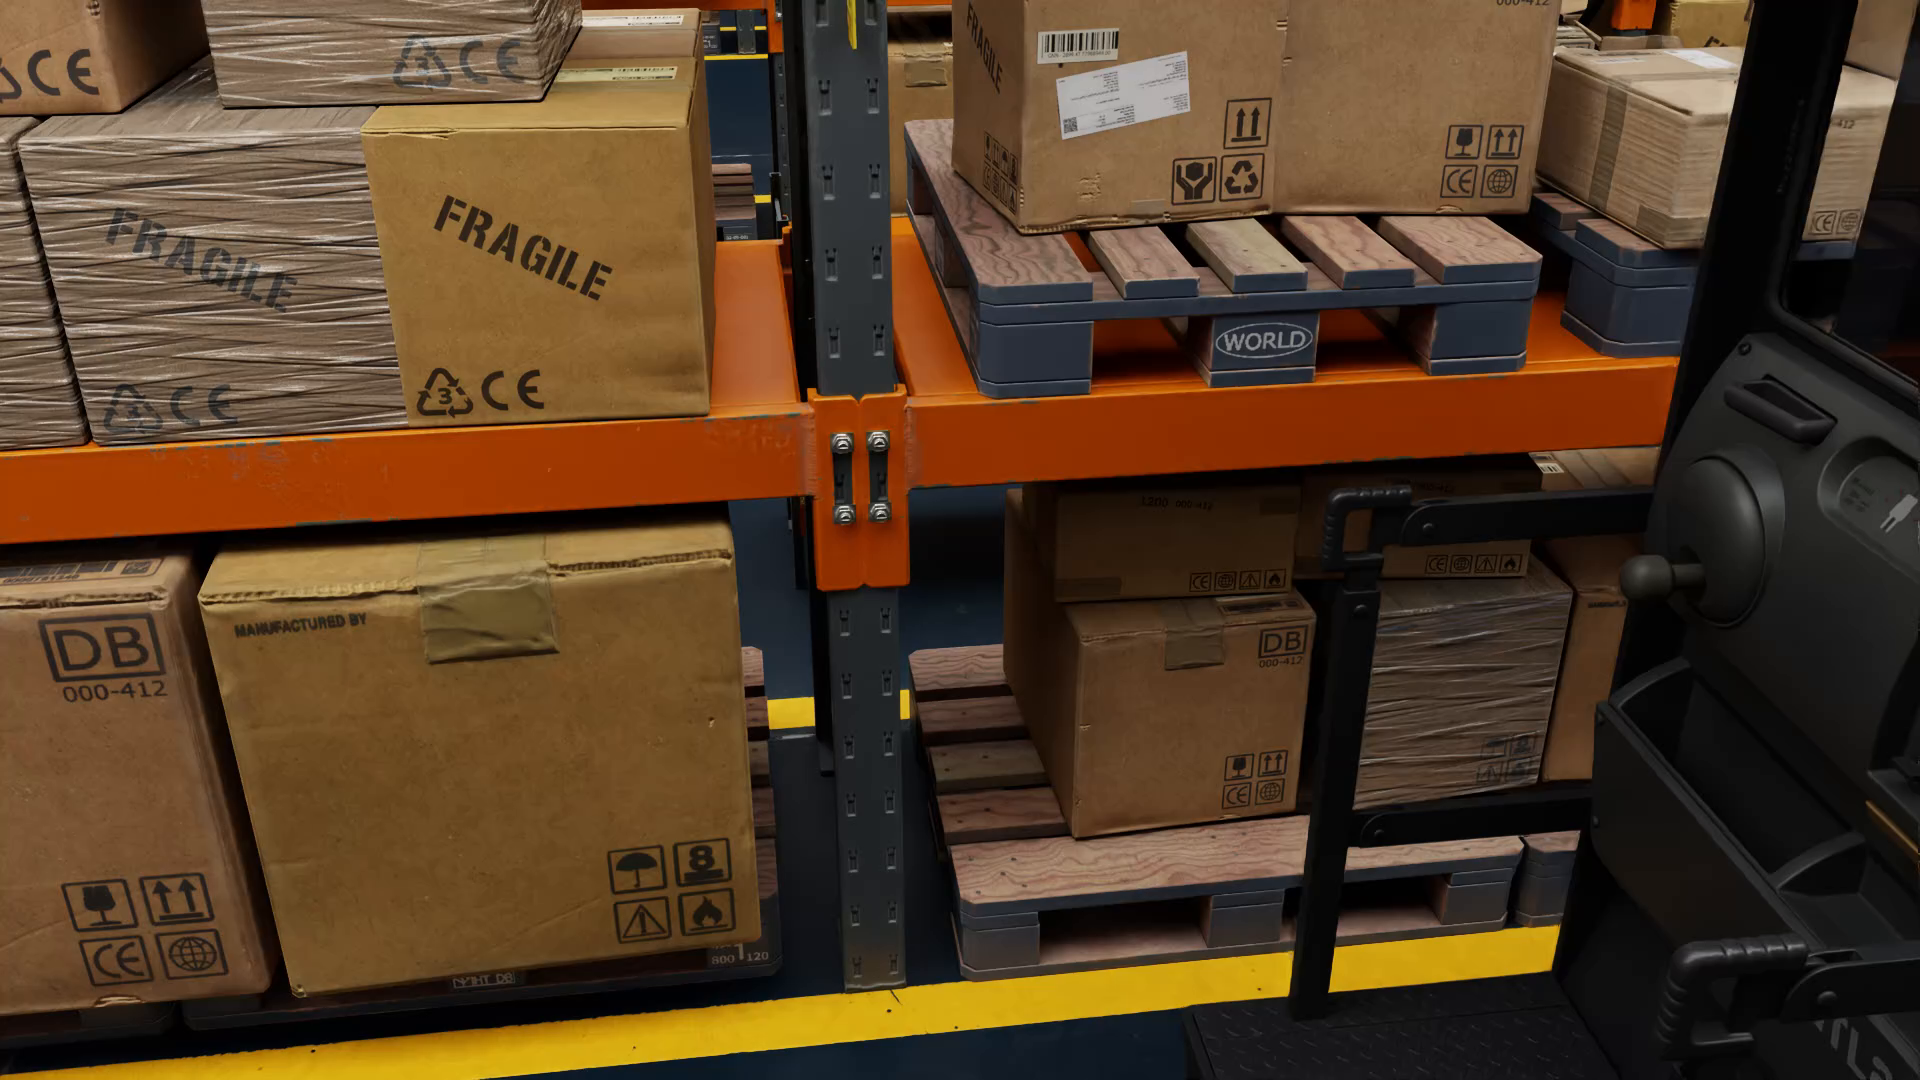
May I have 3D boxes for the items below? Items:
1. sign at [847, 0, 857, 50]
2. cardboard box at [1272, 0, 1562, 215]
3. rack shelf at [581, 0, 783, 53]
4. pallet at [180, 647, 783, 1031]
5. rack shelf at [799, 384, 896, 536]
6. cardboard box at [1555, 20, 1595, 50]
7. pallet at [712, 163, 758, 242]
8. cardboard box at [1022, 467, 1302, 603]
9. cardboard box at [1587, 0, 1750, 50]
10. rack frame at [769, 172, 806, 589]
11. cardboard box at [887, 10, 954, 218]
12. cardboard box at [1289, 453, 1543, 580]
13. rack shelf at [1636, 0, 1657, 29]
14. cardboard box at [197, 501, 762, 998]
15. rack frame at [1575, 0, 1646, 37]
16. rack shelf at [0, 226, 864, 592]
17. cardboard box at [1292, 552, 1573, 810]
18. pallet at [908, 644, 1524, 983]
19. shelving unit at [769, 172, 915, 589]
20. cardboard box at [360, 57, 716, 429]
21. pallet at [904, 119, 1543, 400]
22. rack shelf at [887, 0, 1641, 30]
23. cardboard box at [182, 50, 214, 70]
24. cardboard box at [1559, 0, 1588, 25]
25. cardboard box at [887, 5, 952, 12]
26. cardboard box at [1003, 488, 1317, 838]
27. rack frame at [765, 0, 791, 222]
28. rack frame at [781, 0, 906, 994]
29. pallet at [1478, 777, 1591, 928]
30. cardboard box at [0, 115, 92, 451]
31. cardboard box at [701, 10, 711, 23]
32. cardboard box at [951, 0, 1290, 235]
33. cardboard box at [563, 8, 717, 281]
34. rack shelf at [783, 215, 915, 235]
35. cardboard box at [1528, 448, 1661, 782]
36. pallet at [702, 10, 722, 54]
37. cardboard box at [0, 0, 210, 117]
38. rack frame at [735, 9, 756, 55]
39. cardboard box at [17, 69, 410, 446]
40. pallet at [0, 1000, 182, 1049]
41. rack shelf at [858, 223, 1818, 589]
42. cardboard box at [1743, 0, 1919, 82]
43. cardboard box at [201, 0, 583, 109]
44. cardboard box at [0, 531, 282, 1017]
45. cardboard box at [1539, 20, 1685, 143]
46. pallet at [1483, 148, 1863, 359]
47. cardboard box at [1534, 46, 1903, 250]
[{"bbox_3d":[-0.163,-0.893,2.437,0.005,0.325,0.100,-4,27,-7],"label":"sign"},{"bbox_3d":[0.825,-0.993,3.330,0.500,0.500,0.700,0,27,1],"label":"cardboard box"},{"bbox_3d":[-2.815,-2.430,7.488,4.000,0.370,1.077,-4,27,-7],"label":"rack shelf"},{"bbox_3d":[-1.034,0.628,3.795,1.213,0.211,1.003,-4,27,-7],"label":"pallet"},{"bbox_3d":[-0.007,-0.282,5.104,1.000,0.278,0.538,-4,27,-7],"label":"rack shelf"},{"bbox_3d":[2.525,-2.238,8.329,0.750,0.750,1.050,-4,27,-7],"label":"cardboard box"},{"bbox_3d":[-1.608,-1.588,8.113,1.213,0.211,1.003,-4,27,-7],"label":"pallet"},{"bbox_3d":[0.416,-0.102,3.598,0.500,0.250,0.500,-3,27,-5],"label":"cardboard box"},{"bbox_3d":[3.759,-2.382,8.473,0.875,0.875,0.875,-3,27,-6],"label":"cardboard box"},{"bbox_3d":[-0.510,-0.468,4.929,0.032,1.125,0.500,-4,27,-7],"label":"rack frame"},{"bbox_3d":[-0.219,-2.061,7.986,0.750,0.750,1.050,-4,27,-8],"label":"cardboard box"},{"bbox_3d":[0.940,-0.141,3.673,0.500,0.250,0.500,-1,27,-1],"label":"cardboard box"},{"bbox_3d":[5.107,-2.939,8.480,4.000,0.370,1.077,-4,27,-7],"label":"rack shelf"},{"bbox_3d":[-0.929,0.164,3.512,0.875,0.875,1.225,-5,28,-10],"label":"cardboard box"},{"bbox_3d":[3.127,-3.132,8.068,0.127,3.000,1.000,-4,27,-7],"label":"rack frame"},{"bbox_3d":[-2.224,-0.181,3.106,4.000,0.370,1.077,-4,27,-7],"label":"rack shelf"},{"bbox_3d":[0.965,0.195,3.841,0.500,0.500,0.700,-6,28,-11],"label":"cardboard box"},{"bbox_3d":[0.531,0.563,3.922,1.213,0.211,1.003,-4,27,-7],"label":"pallet"},{"bbox_3d":[-0.007,-0.500,4.992,1.048,1.125,0.538,-4,27,-7],"label":"shelving unit"},{"bbox_3d":[-0.697,-0.530,2.887,0.500,0.500,0.500,-3,27,-6],"label":"cardboard box"},{"bbox_3d":[0.448,-0.637,3.416,1.003,0.211,1.213,-4,27,-7],"label":"pallet"},{"bbox_3d":[1.146,-2.685,7.984,4.000,0.370,1.077,-4,27,-7],"label":"rack shelf"},{"bbox_3d":[-1.273,-0.732,3.280,0.500,0.500,0.500,-4,27,-9],"label":"cardboard box"},{"bbox_3d":[3.987,-3.248,10.880,0.503,0.637,0.797,-4,27,-7],"label":"cardboard box"},{"bbox_3d":[-0.333,-4.208,12.585,0.625,0.372,0.950,-4,27,-8],"label":"cardboard box"},{"bbox_3d":[0.417,0.236,3.761,0.500,0.500,0.700,-5,28,-10],"label":"cardboard box"},{"bbox_3d":[-0.834,-2.877,7.572,0.127,3.000,1.000,-4,27,-7],"label":"rack frame"},{"bbox_3d":[-0.243,-0.629,3.190,0.127,3.000,1.000,-4,27,-7],"label":"rack frame"},{"bbox_3d":[1.736,0.487,4.070,1.213,0.211,1.003,-4,27,-7],"label":"pallet"},{"bbox_3d":[-1.706,-0.466,2.764,0.500,0.500,0.500,-5,28,-9],"label":"cardboard box"},{"bbox_3d":[-2.319,-4.344,12.298,0.875,0.875,0.875,-4,27,-8],"label":"cardboard box"},{"bbox_3d":[0.286,-0.913,3.173,0.500,0.500,0.500,-7,28,-13],"label":"cardboard box"},{"bbox_3d":[-0.762,-0.765,3.346,0.500,0.500,0.500,-3,27,-6],"label":"cardboard box"},{"bbox_3d":[-0.007,-0.760,4.859,1.000,0.278,0.538,-4,27,-7],"label":"rack shelf"},{"bbox_3d":[1.525,0.156,3.917,0.500,0.500,0.700,-1,27,-3],"label":"cardboard box"},{"bbox_3d":[-2.415,-3.852,12.526,1.213,0.211,1.003,-4,27,-7],"label":"pallet"},{"bbox_3d":[-1.615,-1.040,2.783,0.637,0.503,0.797,-3,27,-6],"label":"cardboard box"},{"bbox_3d":[-1.624,-5.109,11.921,0.127,3.000,1.000,-4,27,-7],"label":"rack frame"},{"bbox_3d":[-1.192,-0.501,2.831,0.500,0.500,0.500,-4,27,-8],"label":"cardboard box"},{"bbox_3d":[-2.240,0.704,3.647,1.213,0.211,1.003,-4,27,-7],"label":"pallet"},{"bbox_3d":[1.737,-0.436,3.602,4.000,0.370,1.077,-4,27,-7],"label":"rack shelf"},{"bbox_3d":[2.014,-0.964,3.270,0.637,0.503,0.797,-1,27,-2],"label":"cardboard box"},{"bbox_3d":[-0.969,-1.080,2.861,0.637,0.503,0.797,-3,27,-5],"label":"cardboard box"},{"bbox_3d":[-1.813,0.217,3.408,0.875,0.875,1.225,-4,27,-7],"label":"cardboard box"},{"bbox_3d":[1.370,-0.984,3.569,0.258,0.266,0.396,-4,27,-9],"label":"cardboard box"},{"bbox_3d":[1.711,-0.688,3.515,1.213,0.211,1.003,-4,27,-7],"label":"pallet"},{"bbox_3d":[1.449,-0.752,3.133,0.500,0.250,0.500,-4,27,-9],"label":"cardboard box"}]
